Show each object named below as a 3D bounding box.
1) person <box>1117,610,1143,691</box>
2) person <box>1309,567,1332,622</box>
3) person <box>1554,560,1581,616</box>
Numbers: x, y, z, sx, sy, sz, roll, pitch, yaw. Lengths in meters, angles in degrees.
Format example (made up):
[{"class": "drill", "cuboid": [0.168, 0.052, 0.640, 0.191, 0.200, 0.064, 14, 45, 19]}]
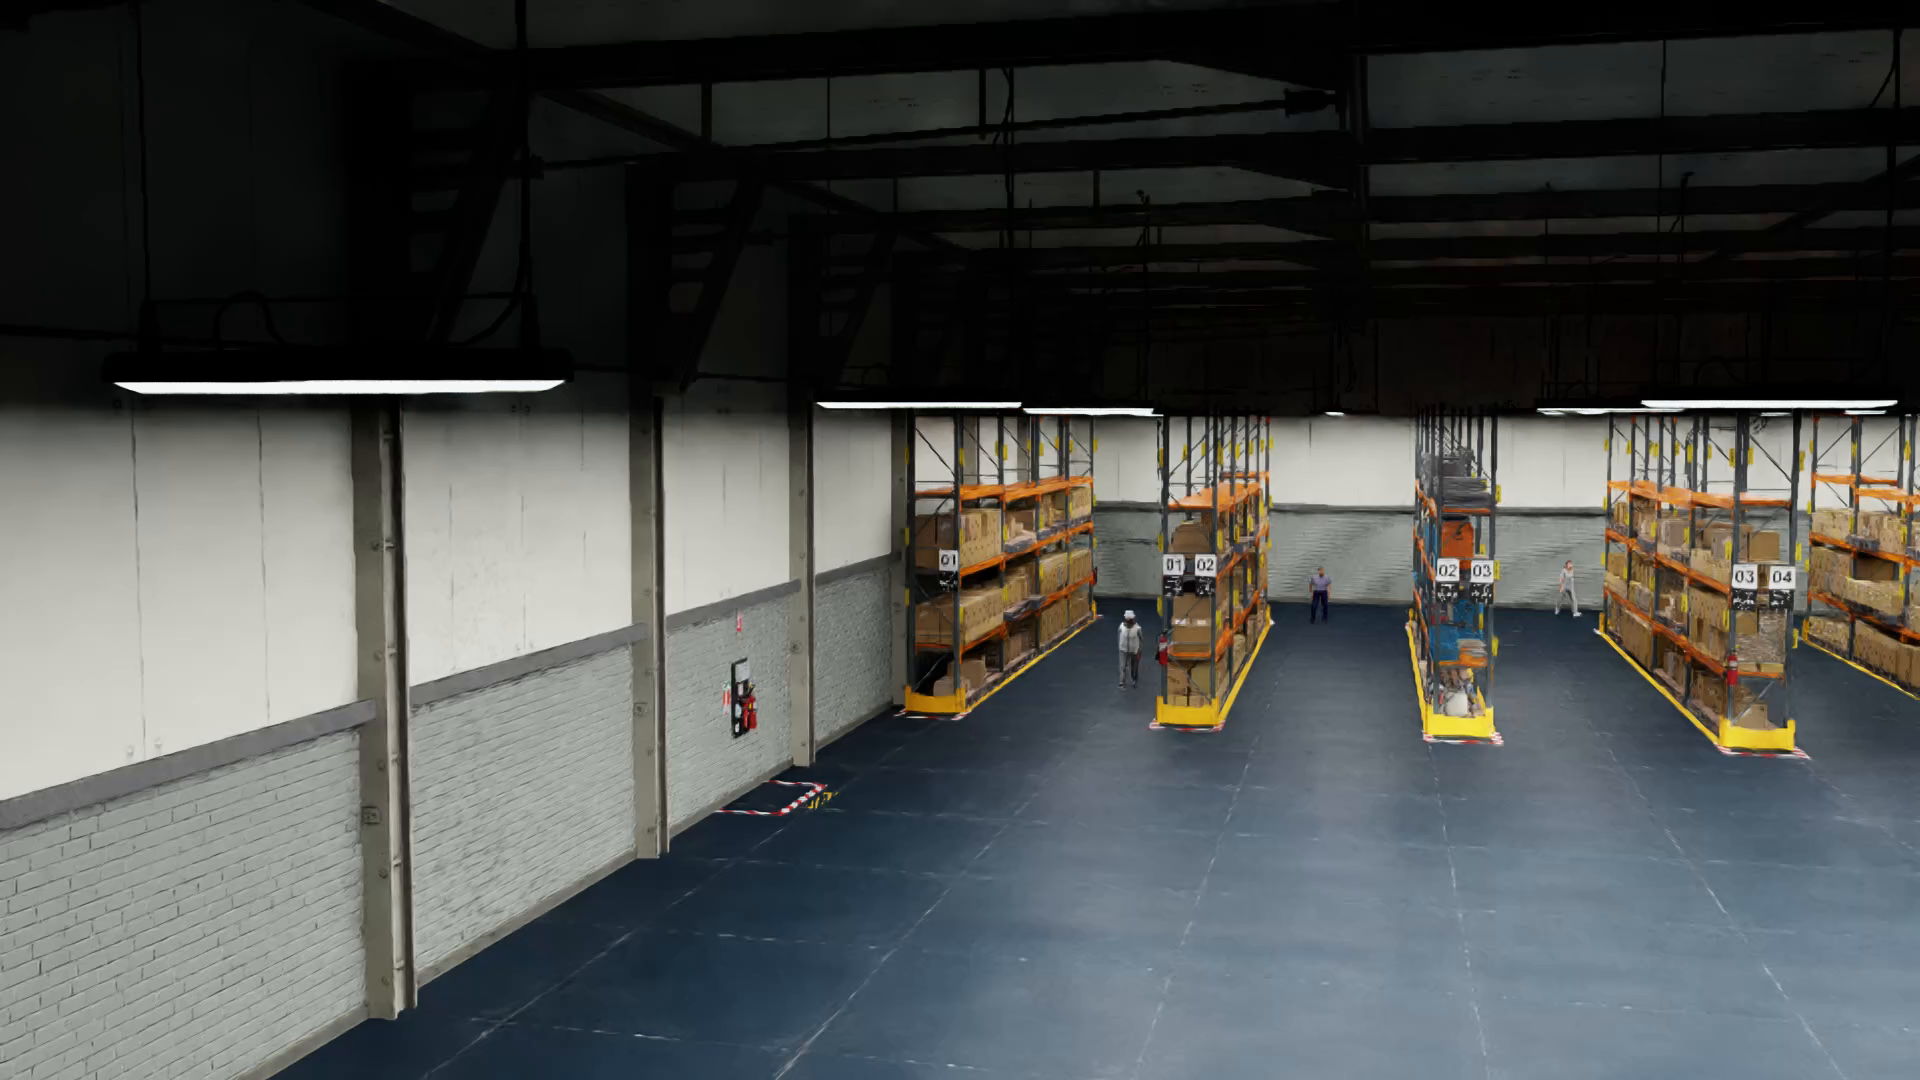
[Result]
[{"class": "person", "cuboid": [3.591, 2.309, 35.085, 0.543, 1.700, 1.119, 1, 4, 12]}, {"class": "person", "cuboid": [10.142, 1.528, 46.801, 0.625, 1.596, 0.517, 1, 4, 11]}, {"class": "person", "cuboid": [17.686, 1.393, 48.432, 0.483, 1.622, 0.951, -1, 4, -9]}]
